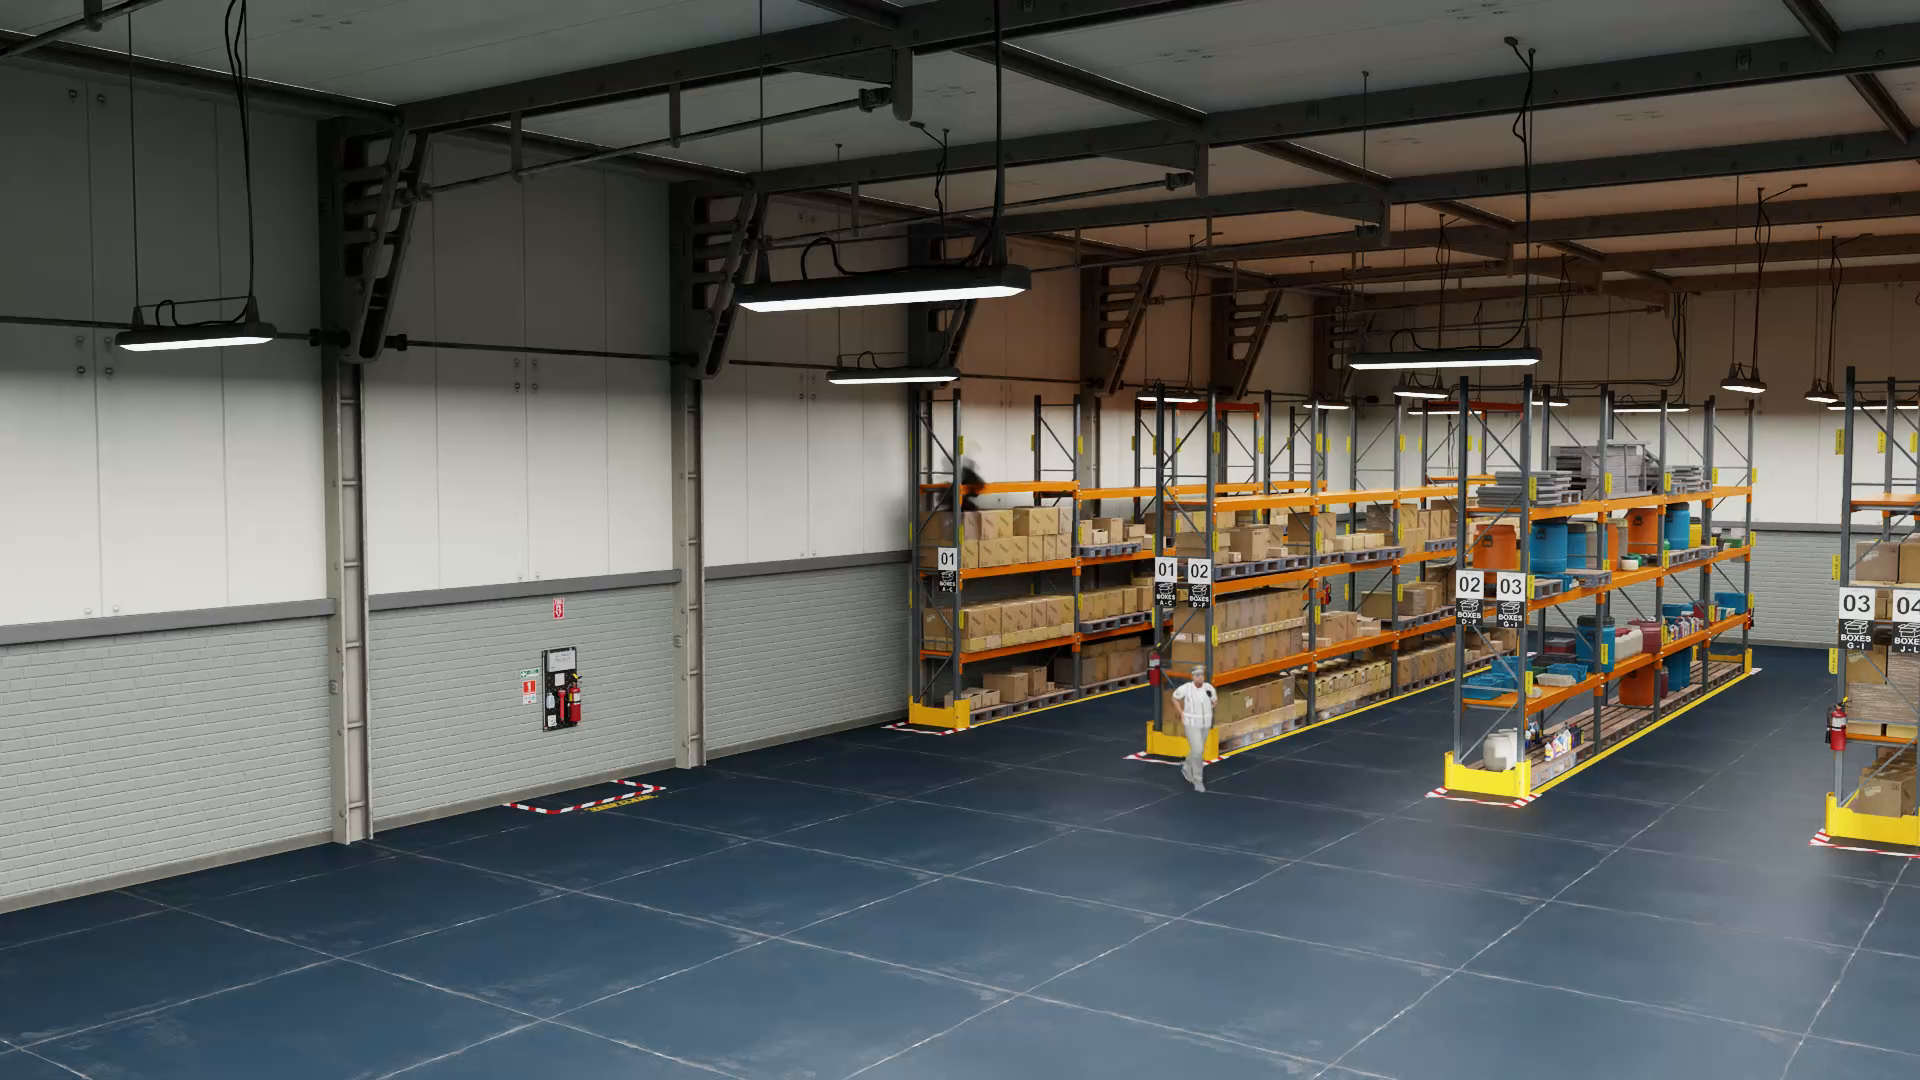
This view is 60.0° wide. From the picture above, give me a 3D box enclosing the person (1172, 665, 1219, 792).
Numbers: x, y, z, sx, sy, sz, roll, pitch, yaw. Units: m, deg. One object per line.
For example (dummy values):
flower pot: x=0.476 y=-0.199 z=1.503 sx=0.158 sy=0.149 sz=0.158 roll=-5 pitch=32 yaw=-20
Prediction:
person: x=3.485 y=2.739 z=24.376 sx=0.629 sy=1.856 sz=0.811 roll=-1 pitch=4 yaw=-23
